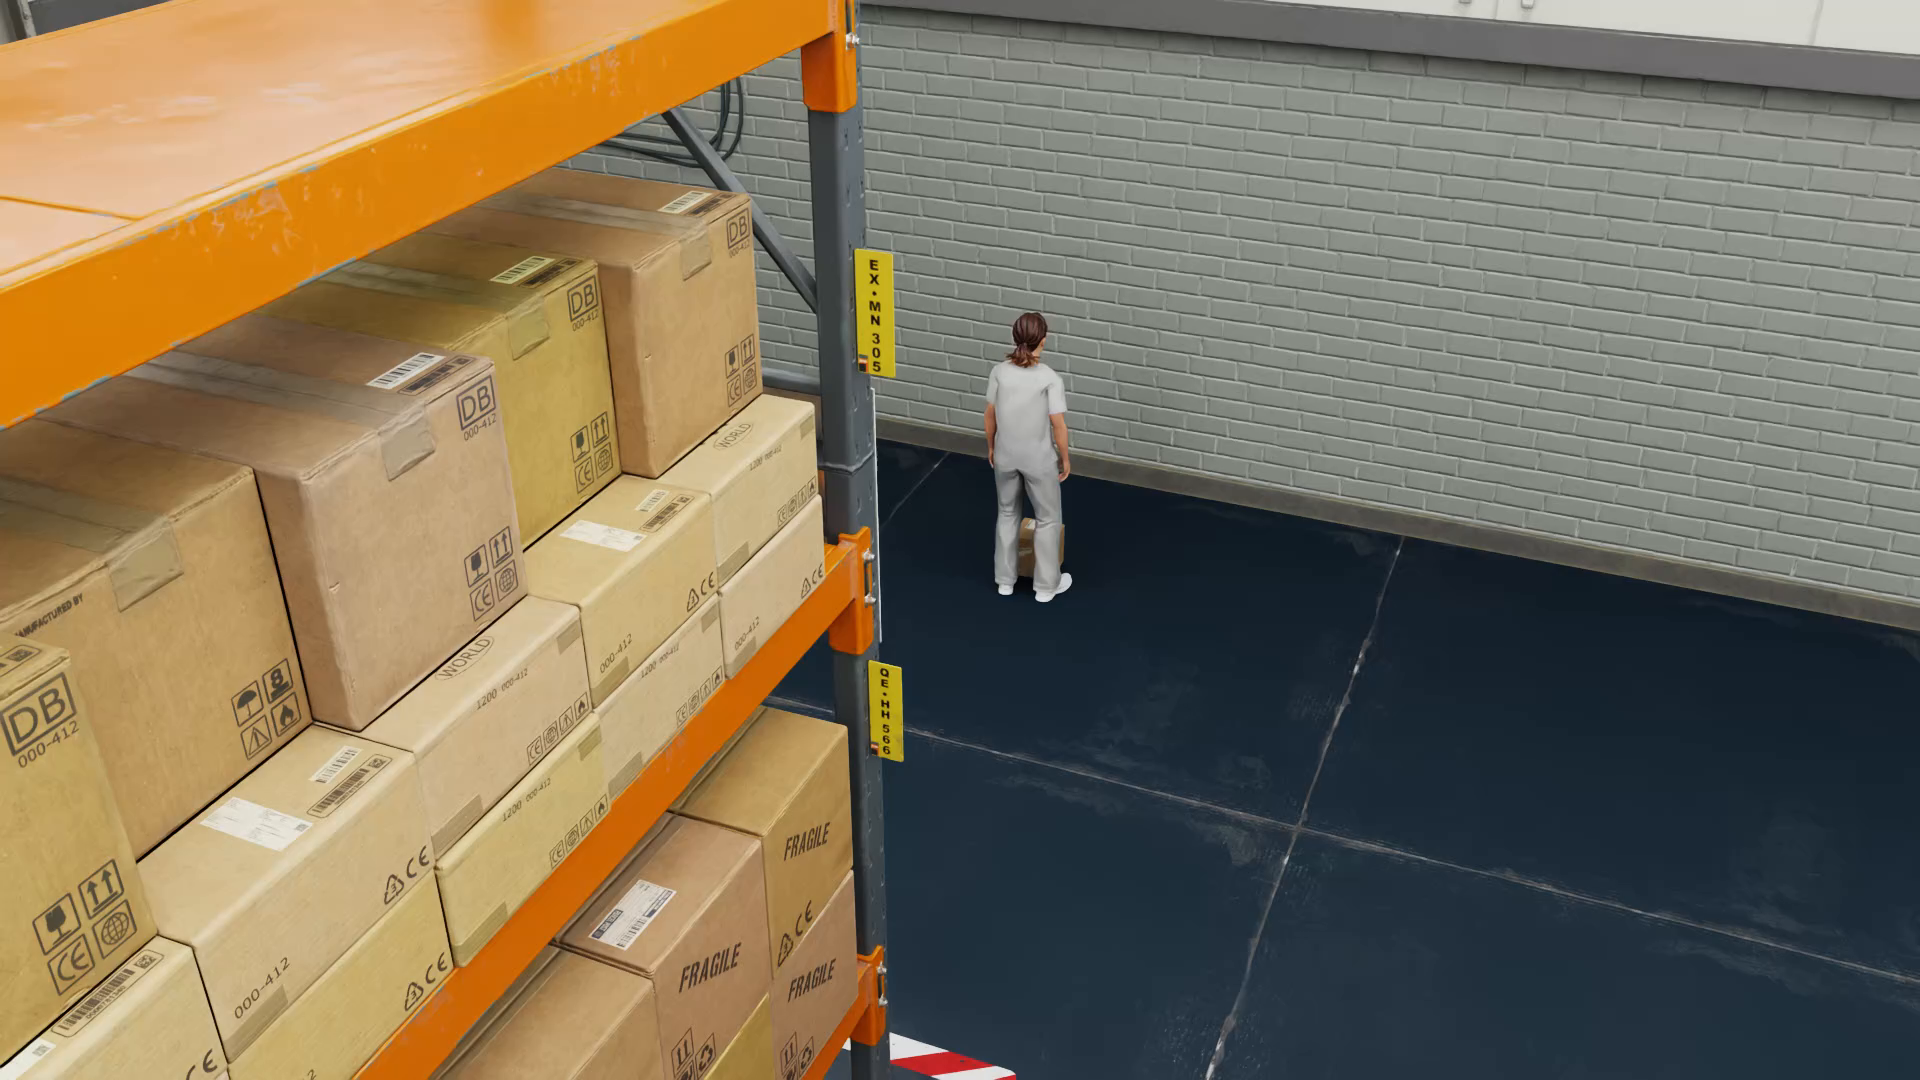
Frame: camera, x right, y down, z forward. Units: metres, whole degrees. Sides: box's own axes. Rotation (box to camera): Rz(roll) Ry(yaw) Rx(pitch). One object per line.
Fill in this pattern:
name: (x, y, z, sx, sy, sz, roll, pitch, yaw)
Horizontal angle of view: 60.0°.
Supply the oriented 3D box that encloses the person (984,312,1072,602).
person: (0.370, -0.450, 9.180, 0.487, 1.673, 0.356, 12, 32, 19)
